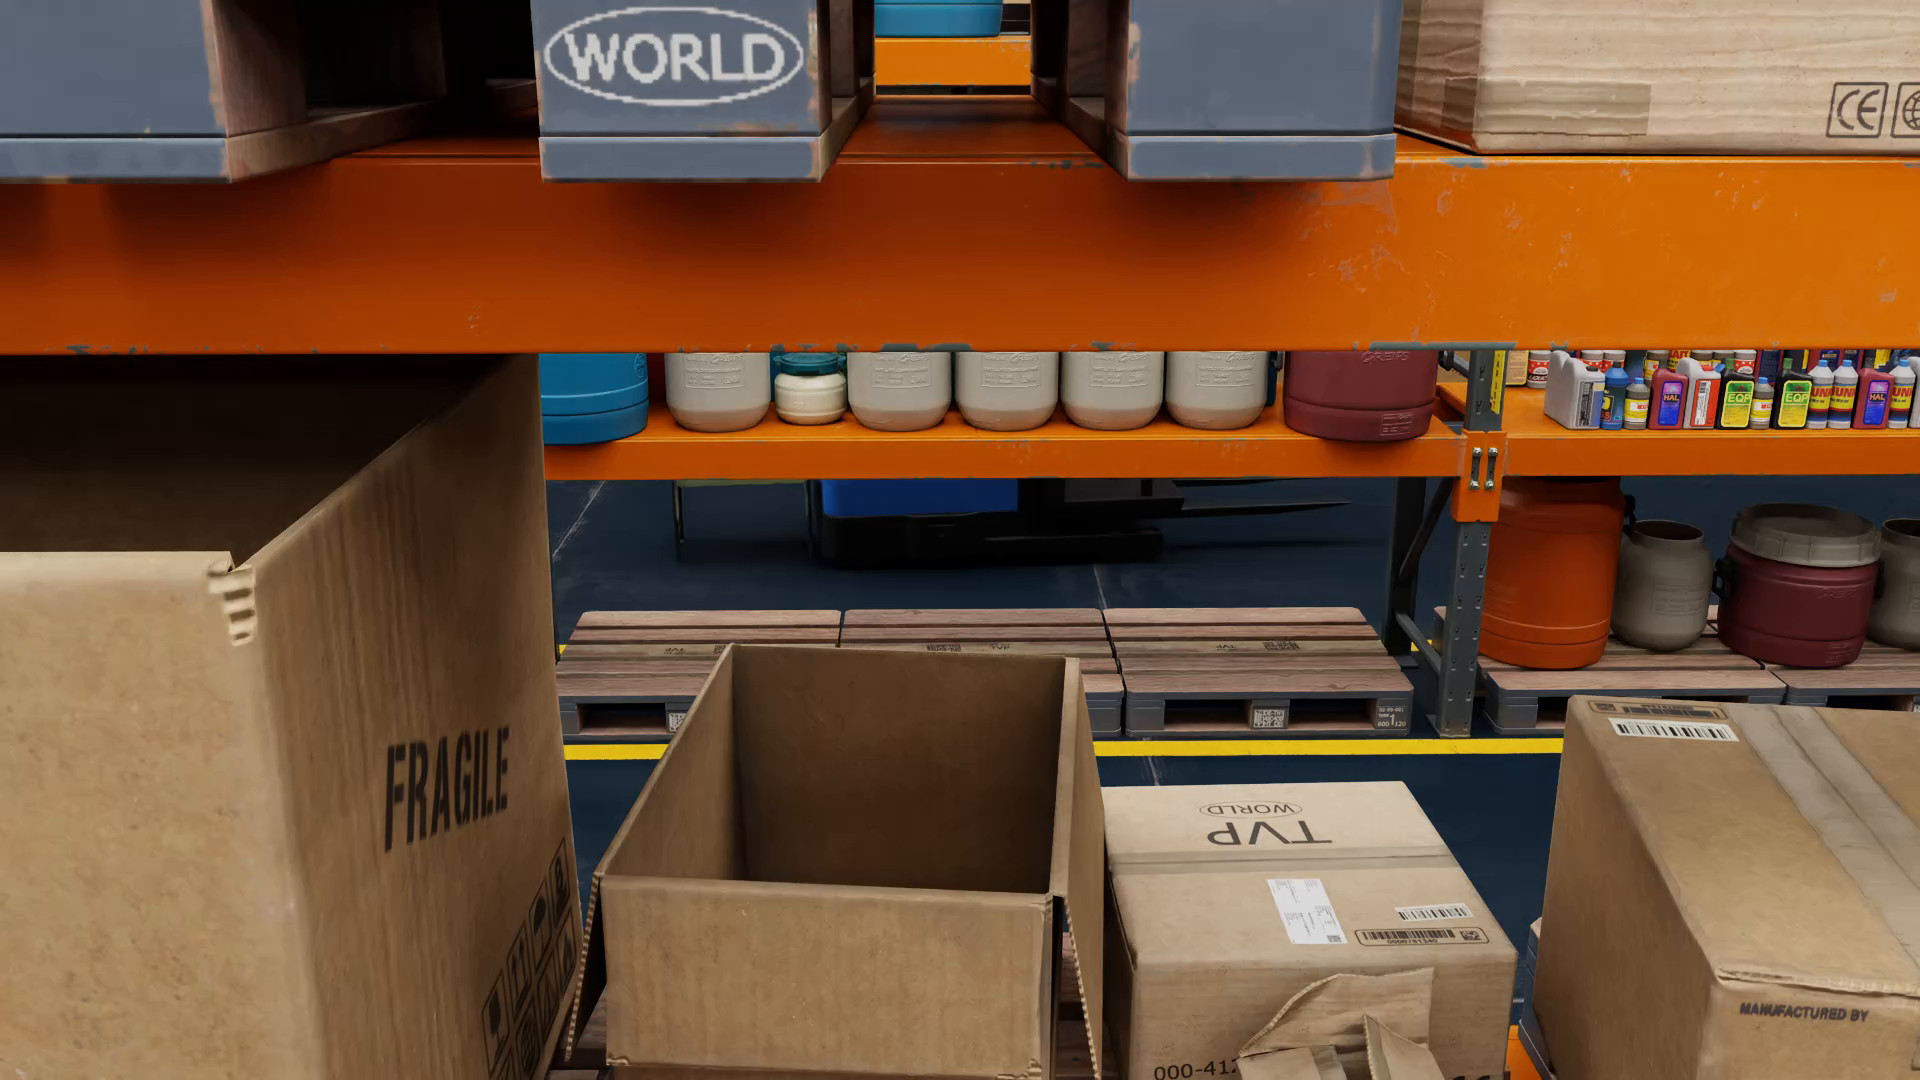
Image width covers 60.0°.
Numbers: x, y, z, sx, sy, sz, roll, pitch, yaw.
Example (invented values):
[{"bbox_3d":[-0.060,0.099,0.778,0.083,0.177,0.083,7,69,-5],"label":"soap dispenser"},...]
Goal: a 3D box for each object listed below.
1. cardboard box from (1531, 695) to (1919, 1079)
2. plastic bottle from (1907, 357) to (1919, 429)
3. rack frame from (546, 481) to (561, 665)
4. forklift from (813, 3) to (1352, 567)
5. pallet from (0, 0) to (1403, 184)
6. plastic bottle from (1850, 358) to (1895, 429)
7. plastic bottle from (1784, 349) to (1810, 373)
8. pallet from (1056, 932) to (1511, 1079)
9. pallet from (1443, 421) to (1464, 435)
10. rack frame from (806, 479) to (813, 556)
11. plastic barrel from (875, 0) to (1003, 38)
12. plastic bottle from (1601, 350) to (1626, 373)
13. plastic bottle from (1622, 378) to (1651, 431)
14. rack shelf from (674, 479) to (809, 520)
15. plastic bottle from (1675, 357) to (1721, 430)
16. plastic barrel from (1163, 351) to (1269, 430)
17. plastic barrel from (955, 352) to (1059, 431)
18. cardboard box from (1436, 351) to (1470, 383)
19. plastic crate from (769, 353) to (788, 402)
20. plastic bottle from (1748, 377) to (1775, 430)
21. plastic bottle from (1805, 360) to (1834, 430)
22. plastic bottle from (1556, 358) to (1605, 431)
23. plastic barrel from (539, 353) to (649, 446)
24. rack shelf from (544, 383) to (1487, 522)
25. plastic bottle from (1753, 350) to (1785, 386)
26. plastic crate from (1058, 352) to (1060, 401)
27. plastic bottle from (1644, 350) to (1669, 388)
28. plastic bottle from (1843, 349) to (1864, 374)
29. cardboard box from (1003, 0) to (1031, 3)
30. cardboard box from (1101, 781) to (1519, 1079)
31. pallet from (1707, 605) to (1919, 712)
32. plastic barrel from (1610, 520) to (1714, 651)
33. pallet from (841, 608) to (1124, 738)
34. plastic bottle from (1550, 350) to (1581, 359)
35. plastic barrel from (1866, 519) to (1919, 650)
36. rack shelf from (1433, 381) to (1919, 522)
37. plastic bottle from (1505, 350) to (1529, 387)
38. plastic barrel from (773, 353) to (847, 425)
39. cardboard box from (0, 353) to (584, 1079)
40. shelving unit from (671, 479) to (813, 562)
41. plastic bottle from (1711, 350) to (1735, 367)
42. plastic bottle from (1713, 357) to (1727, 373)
[{"bbox_3d":[1.044,0.566,2.022,0.500,0.500,0.700,2,18,7],"label":"cardboard box"},{"bbox_3d":[3.887,-0.598,6.705,0.135,0.276,0.152,0,18,-1],"label":"plastic bottle"},{"bbox_3d":[-1.937,-0.728,6.907,0.127,3.000,1.000,0,18,-1],"label":"rack frame"},{"bbox_3d":[0.694,-1.436,9.225,3.031,2.935,1.130,-2,18,-7],"label":"forklift"},{"bbox_3d":[-0.203,-0.531,1.688,1.003,0.211,1.213,0,18,-1],"label":"pallet"},{"bbox_3d":[3.656,-0.587,6.657,0.133,0.283,0.061,0,18,-1],"label":"plastic bottle"},{"bbox_3d":[3.762,-0.850,7.366,0.185,0.351,0.144,0,18,-1],"label":"plastic bottle"},{"bbox_3d":[0.162,0.879,2.212,1.213,0.211,1.003,0,18,-1],"label":"pallet"},{"bbox_3d":[3.952,-0.929,12.100,1.213,0.211,1.003,0,18,-1],"label":"pallet"},{"bbox_3d":[-0.853,-0.684,9.205,0.023,1.500,0.400,-2,18,-5],"label":"rack frame"},{"bbox_3d":[-0.124,-2.470,6.606,0.708,0.901,0.600,0,18,-1],"label":"plastic barrel"},{"bbox_3d":[2.904,-0.782,7.399,0.097,0.201,0.097,0,18,0],"label":"plastic bottle"},{"bbox_3d":[2.714,-0.549,6.673,0.097,0.201,0.097,0,18,0],"label":"plastic bottle"},{"bbox_3d":[-1.215,-0.359,9.270,0.720,0.370,0.431,-2,18,-5],"label":"rack shelf"},{"bbox_3d":[2.962,-0.594,6.691,0.135,0.276,0.152,0,18,-1],"label":"plastic bottle"},{"bbox_3d":[1.037,-0.730,6.731,0.421,0.512,0.421,0,18,0],"label":"plastic barrel"},{"bbox_3d":[0.189,-0.736,6.709,0.433,0.535,0.433,0,18,0],"label":"plastic barrel"},{"bbox_3d":[3.472,-1.200,11.748,0.500,0.500,0.500,-1,18,-2],"label":"cardboard box"},{"bbox_3d":[-0.839,-0.821,7.222,0.575,0.384,0.392,0,18,-1],"label":"plastic crate"},{"bbox_3d":[3.212,-0.551,6.680,0.097,0.201,0.097,0,18,0],"label":"plastic bottle"},{"bbox_3d":[3.443,-0.586,6.673,0.097,0.271,0.097,0,18,0],"label":"plastic bottle"},{"bbox_3d":[2.500,-0.592,6.684,0.135,0.276,0.152,0,18,-1],"label":"plastic bottle"},{"bbox_3d":[-1.546,-0.876,6.547,0.708,0.901,0.600,0,18,-1],"label":"plastic barrel"},{"bbox_3d":[0.062,-0.395,7.047,4.000,0.370,1.077,0,18,-1],"label":"rack shelf"},{"bbox_3d":[3.603,-0.830,7.414,0.133,0.283,0.061,0,18,-1],"label":"plastic bottle"},{"bbox_3d":[0.442,-0.864,7.224,0.583,0.464,0.402,0,18,-1],"label":"plastic crate"},{"bbox_3d":[3.098,-0.783,7.402,0.097,0.201,0.097,0,18,0],"label":"plastic bottle"},{"bbox_3d":[3.922,-0.813,7.361,0.133,0.283,0.061,0,18,-1],"label":"plastic bottle"},{"bbox_3d":[0.608,-5.282,15.991,0.637,0.503,0.797,2,18,7],"label":"cardboard box"},{"bbox_3d":[0.461,0.575,2.404,0.500,0.250,0.500,-1,18,-2],"label":"cardboard box"},{"bbox_3d":[4.067,0.559,7.460,1.213,0.211,1.003,0,18,-1],"label":"pallet"},{"bbox_3d":[3.114,0.200,7.400,0.421,0.512,0.421,0,18,0],"label":"plastic barrel"},{"bbox_3d":[0.070,0.577,7.402,1.213,0.211,1.003,0,18,-1],"label":"pallet"},{"bbox_3d":[2.691,-0.825,7.400,0.133,0.283,0.061,0,18,-1],"label":"plastic bottle"},{"bbox_3d":[4.243,0.194,7.417,0.421,0.512,0.421,0,18,0],"label":"plastic barrel"},{"bbox_3d":[4.062,-0.414,7.107,4.000,0.370,1.077,0,18,-1],"label":"rack shelf"},{"bbox_3d":[2.460,-0.824,7.397,0.133,0.283,0.061,0,18,-1],"label":"plastic bottle"},{"bbox_3d":[-0.612,-0.622,6.802,0.301,0.262,0.301,0,18,0],"label":"plastic barrel"},{"bbox_3d":[-1.063,0.338,1.914,1.000,1.000,1.000,0,18,0],"label":"cardboard box"},{"bbox_3d":[-1.217,-0.670,9.170,0.755,1.500,0.431,-2,18,-5],"label":"shelving unit"},{"bbox_3d":[3.390,-0.784,7.406,0.097,0.201,0.097,0,18,0],"label":"plastic bottle"},{"bbox_3d":[3.078,-0.602,6.726,0.097,0.271,0.097,0,18,0],"label":"plastic bottle"}]
